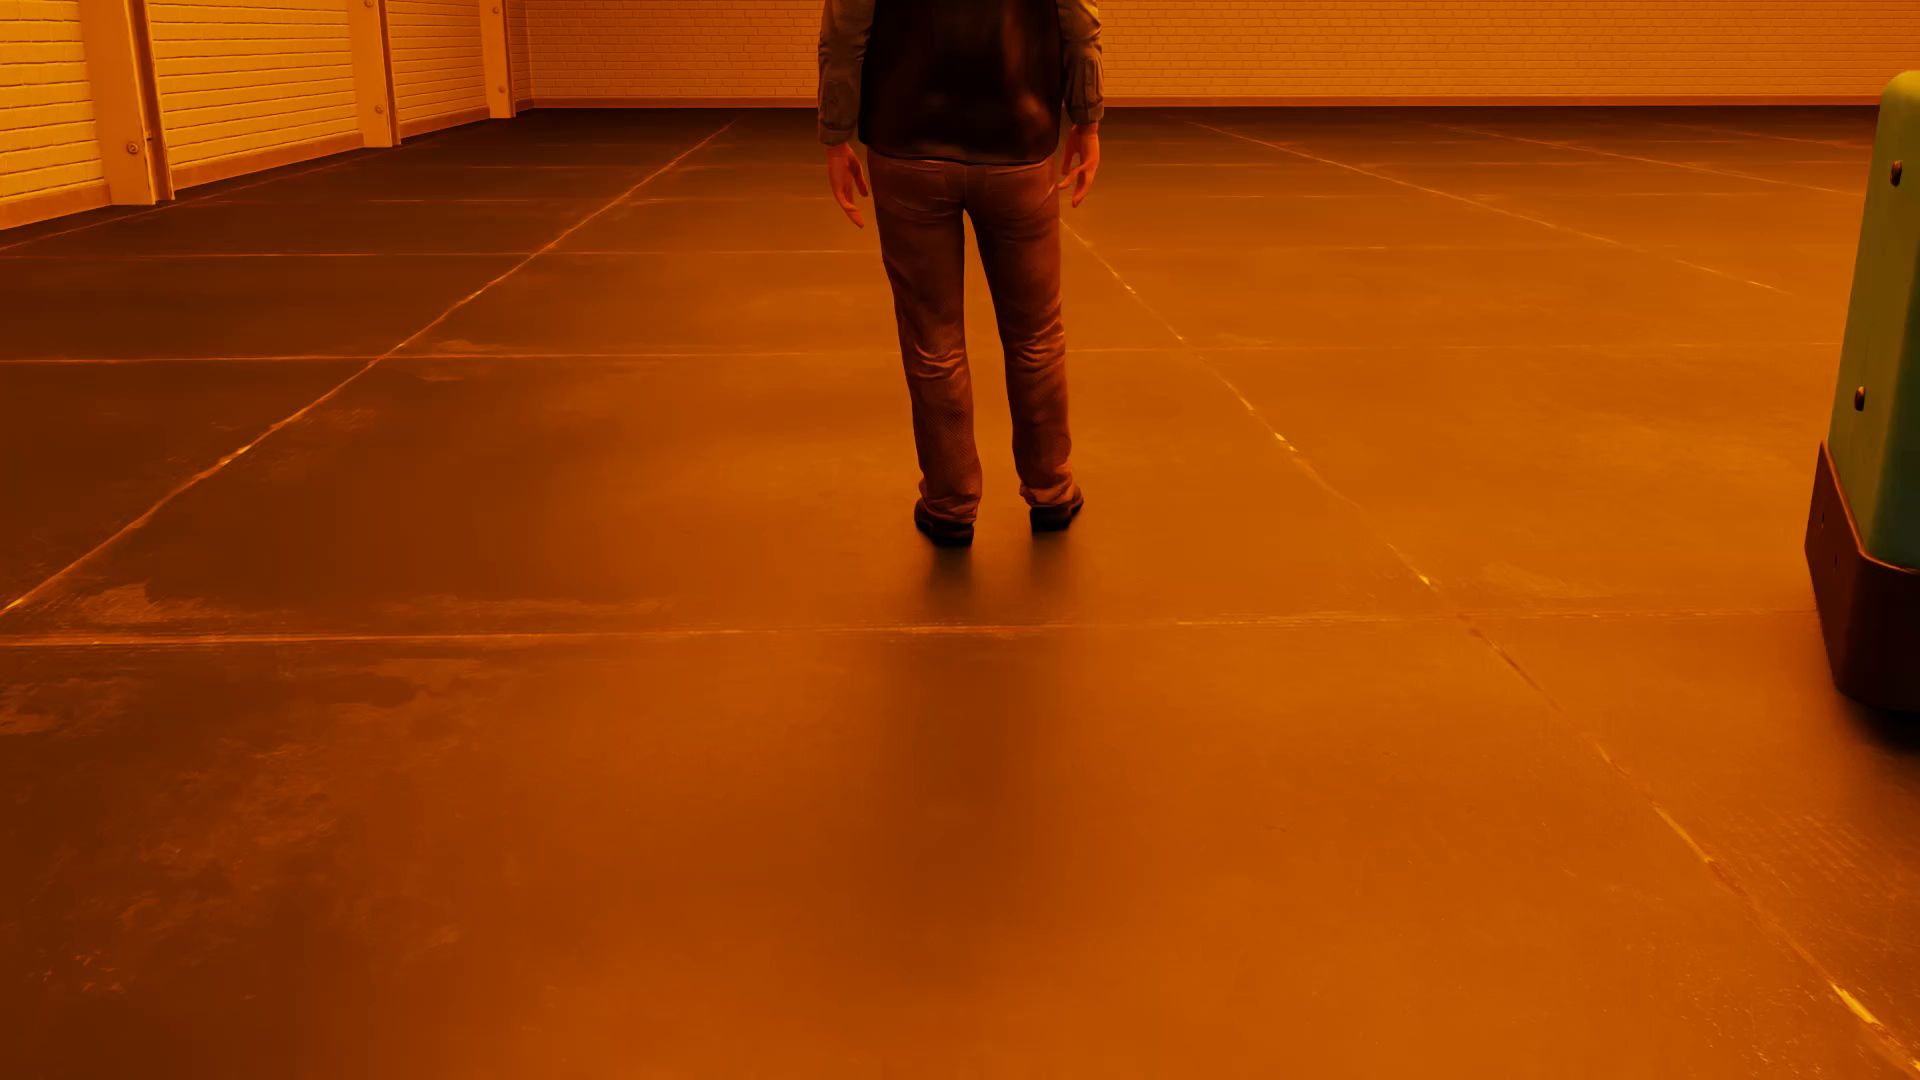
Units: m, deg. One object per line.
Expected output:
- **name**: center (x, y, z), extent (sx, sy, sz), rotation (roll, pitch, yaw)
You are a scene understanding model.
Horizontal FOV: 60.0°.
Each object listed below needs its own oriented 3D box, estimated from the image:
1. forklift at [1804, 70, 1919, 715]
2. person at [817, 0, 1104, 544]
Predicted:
- **forklift**: center (3.070, -1.030, 2.274), extent (3.031, 2.935, 1.130), rotation (7, 18, 21)
- **person**: center (0.004, -0.849, 3.725), extent (0.633, 1.722, 0.566), rotation (-1, 17, -3)
